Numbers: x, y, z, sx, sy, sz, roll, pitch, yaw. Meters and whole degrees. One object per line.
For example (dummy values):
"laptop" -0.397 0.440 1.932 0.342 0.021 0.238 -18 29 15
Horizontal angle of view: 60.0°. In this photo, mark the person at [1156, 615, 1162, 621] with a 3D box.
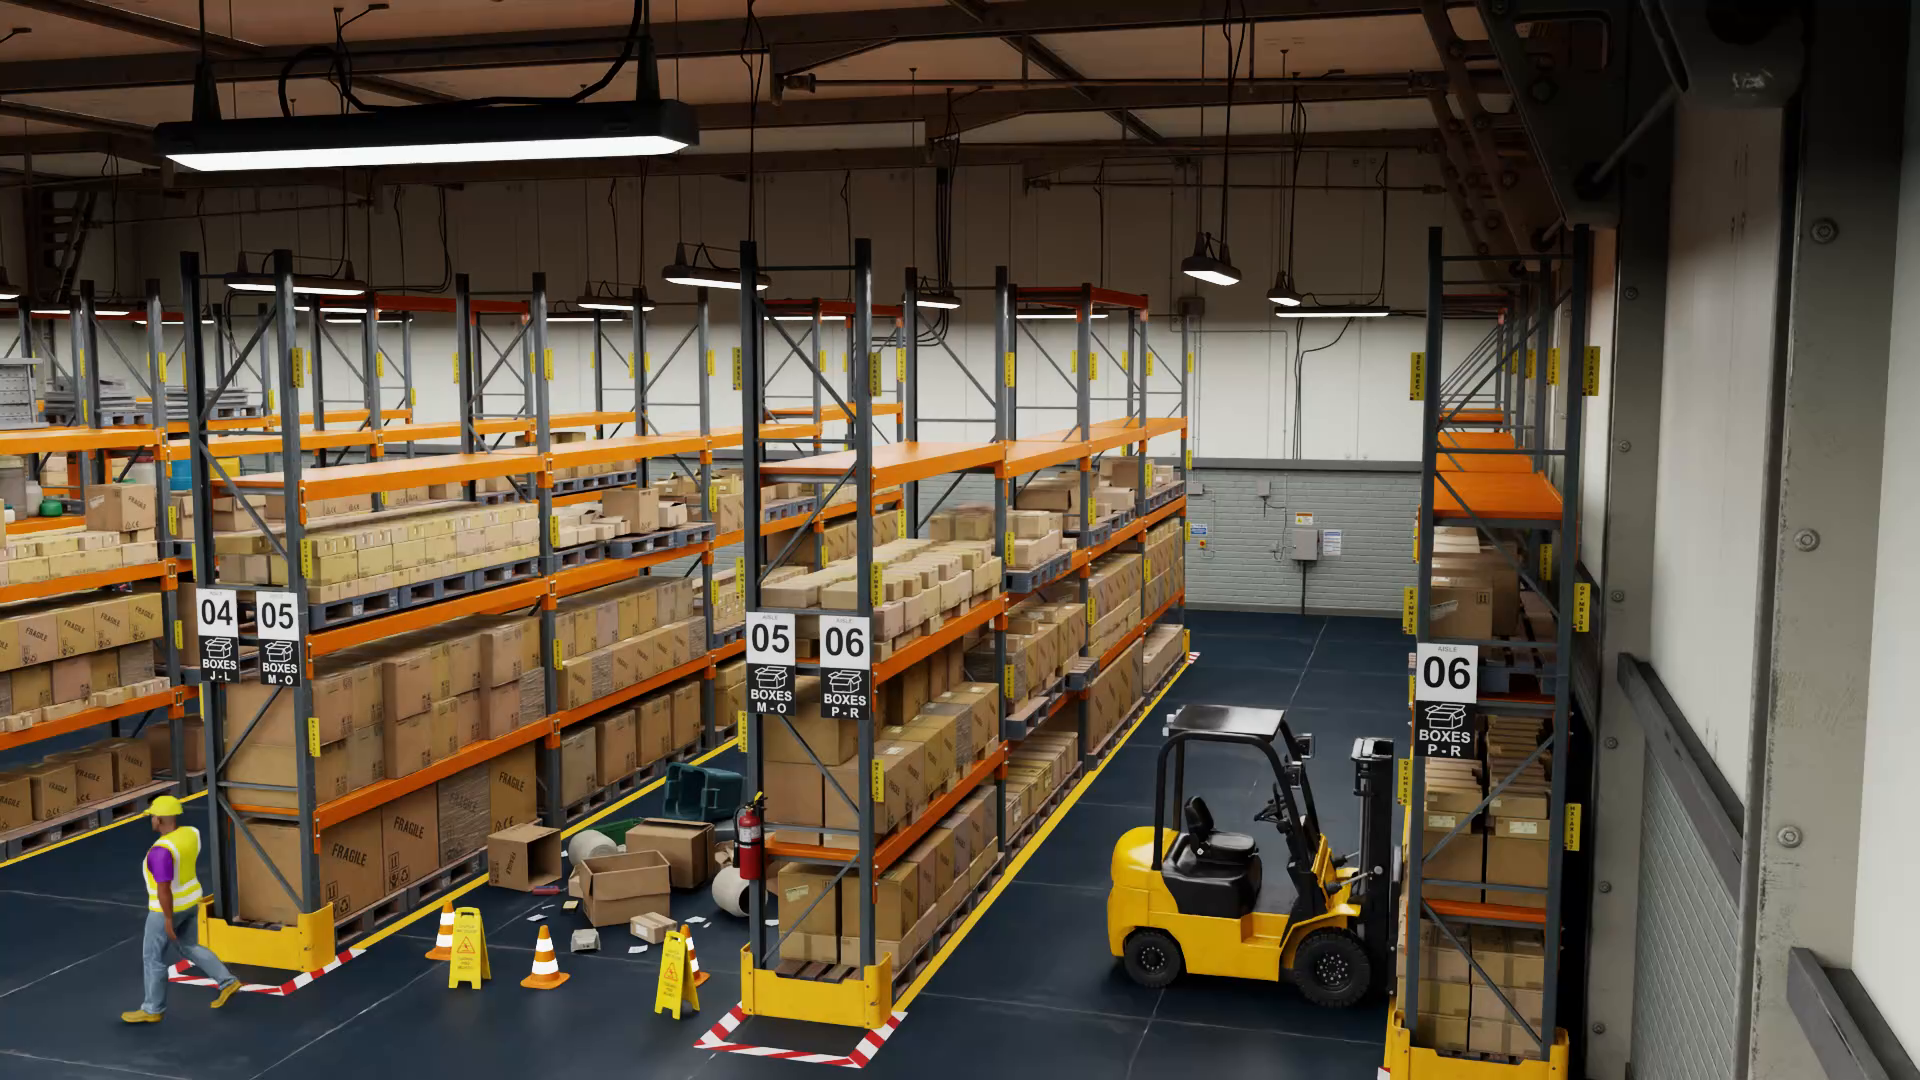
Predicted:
"person" 3.577 0.803 31.653 0.764 1.615 0.460 -1 7 -10

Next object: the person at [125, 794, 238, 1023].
"person" -6.090 2.844 12.927 0.719 1.760 0.555 1 7 12
